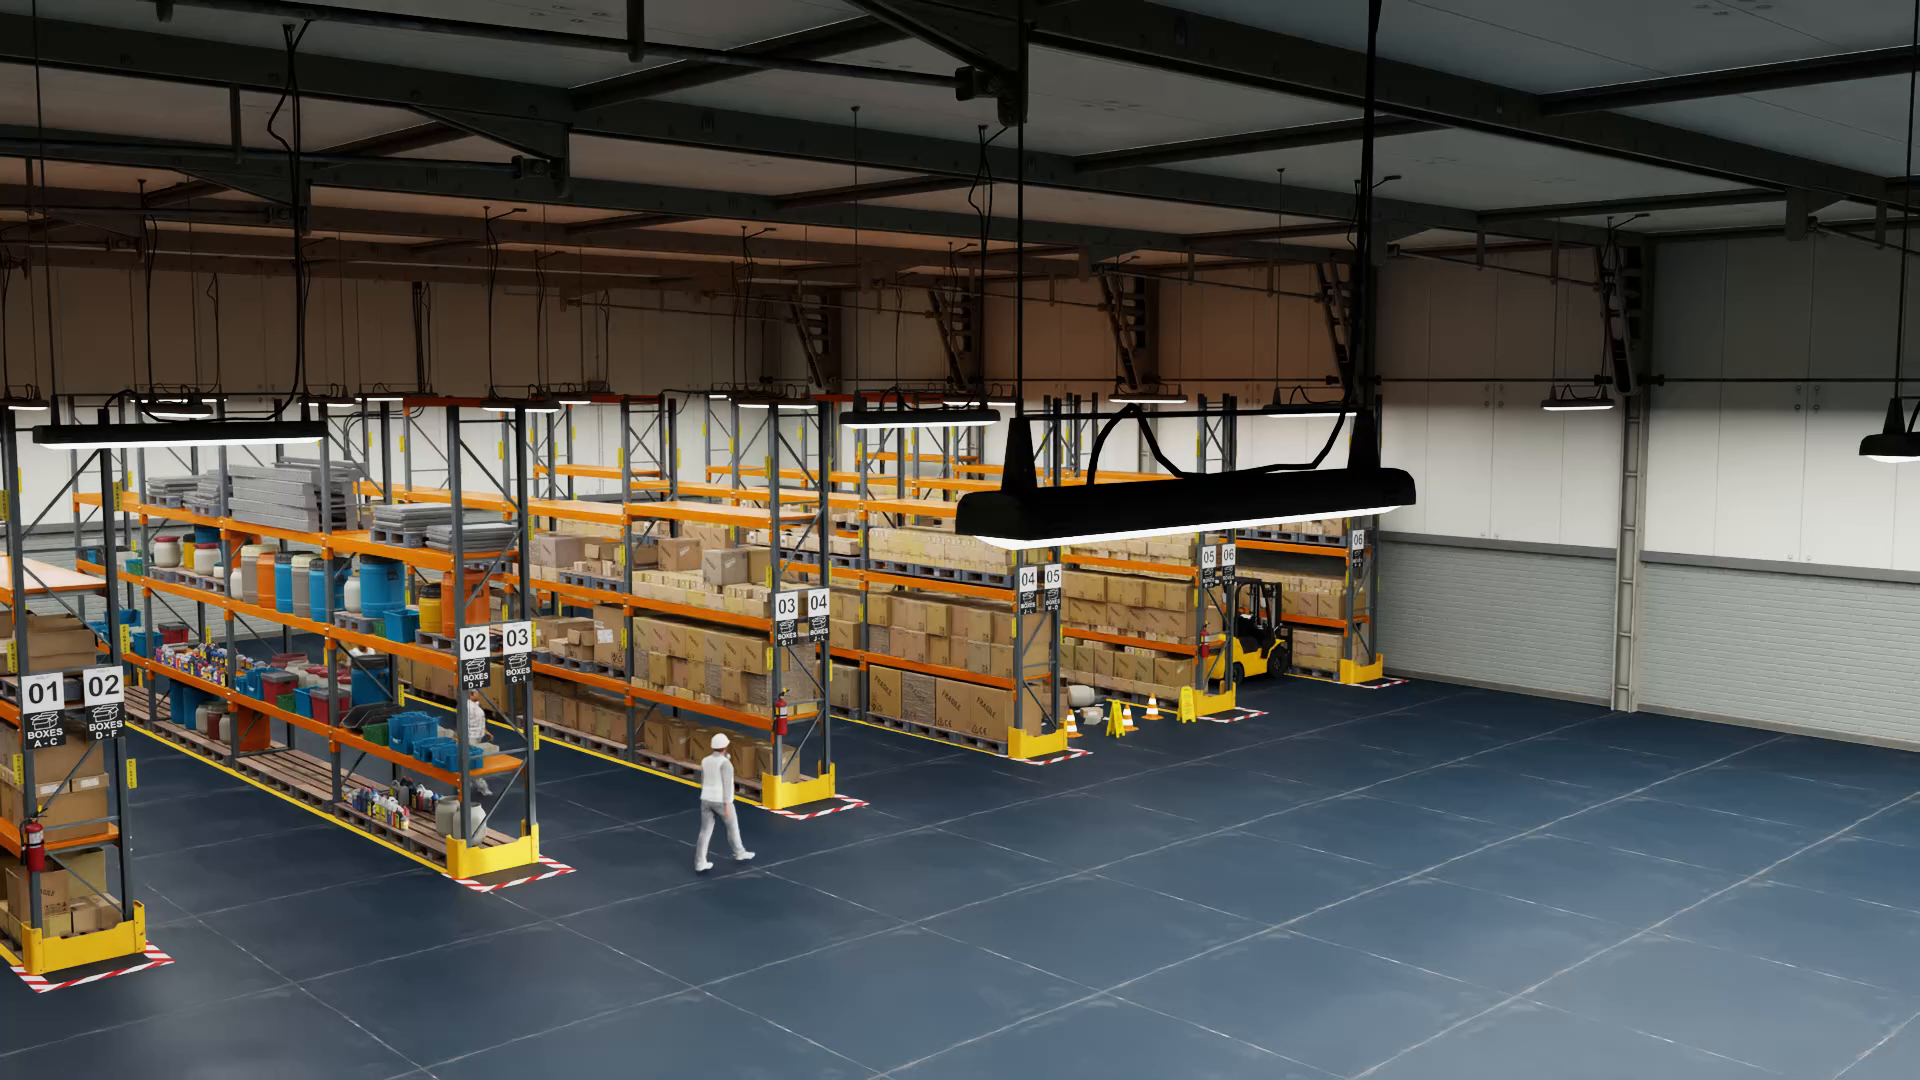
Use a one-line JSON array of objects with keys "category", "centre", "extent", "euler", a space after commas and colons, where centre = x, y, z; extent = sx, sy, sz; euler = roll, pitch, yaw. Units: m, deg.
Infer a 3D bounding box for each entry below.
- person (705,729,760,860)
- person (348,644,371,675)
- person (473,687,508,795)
[{"category": "person", "centre": [-2.988, 3.349, 21.781], "extent": [0.553, 1.746, 0.894], "euler": [3, 7, 32]}, {"category": "person", "centre": [-10.743, 2.575, 29.966], "extent": [1.042, 1.748, 0.651], "euler": [4, 7, 37]}, {"category": "person", "centre": [-7.248, 3.043, 25.416], "extent": [0.850, 1.629, 0.542], "euler": [2, 6, 20]}]
